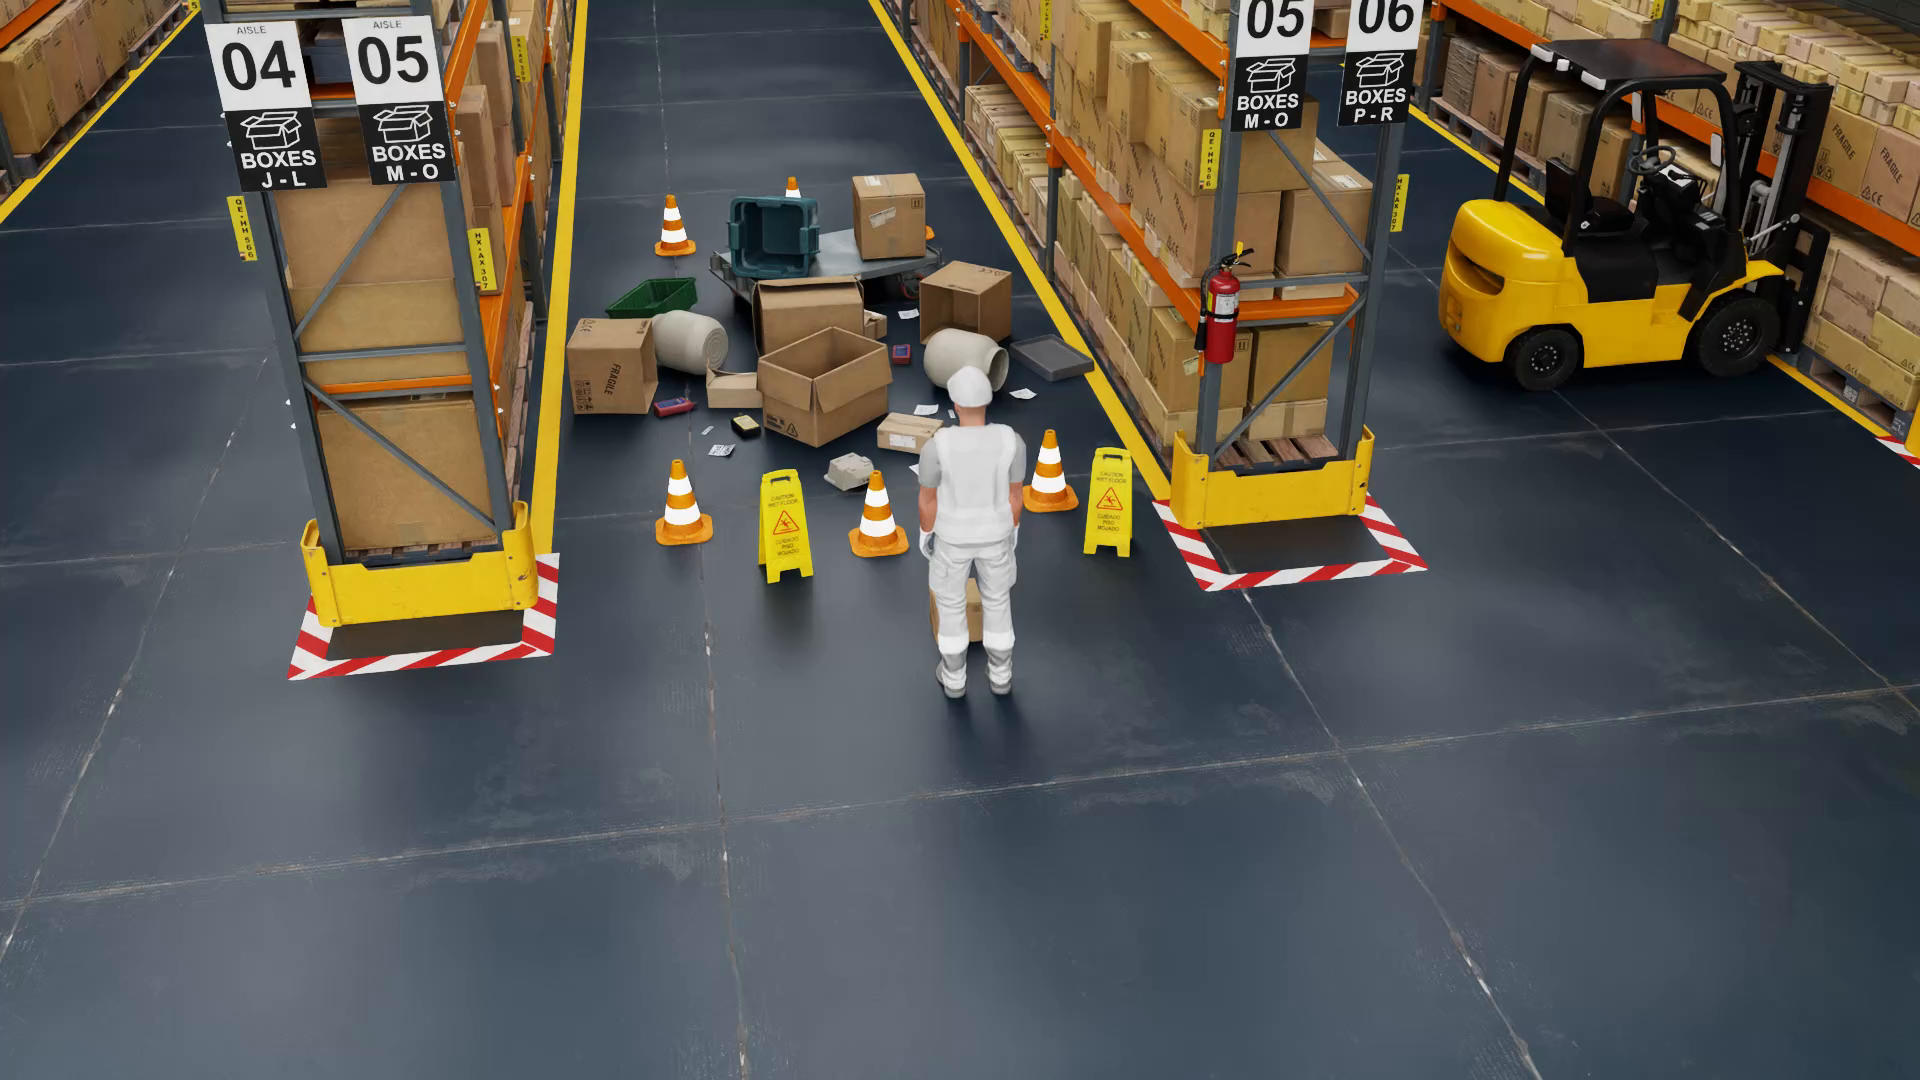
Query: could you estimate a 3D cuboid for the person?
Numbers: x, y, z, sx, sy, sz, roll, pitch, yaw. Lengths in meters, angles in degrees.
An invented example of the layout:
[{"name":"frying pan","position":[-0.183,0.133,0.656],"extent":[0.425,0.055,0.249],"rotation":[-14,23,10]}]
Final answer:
[{"name":"person","position":[0.053,-0.030,8.170],"extent":[0.525,1.785,0.338],"rotation":[-5,31,-8]}]
